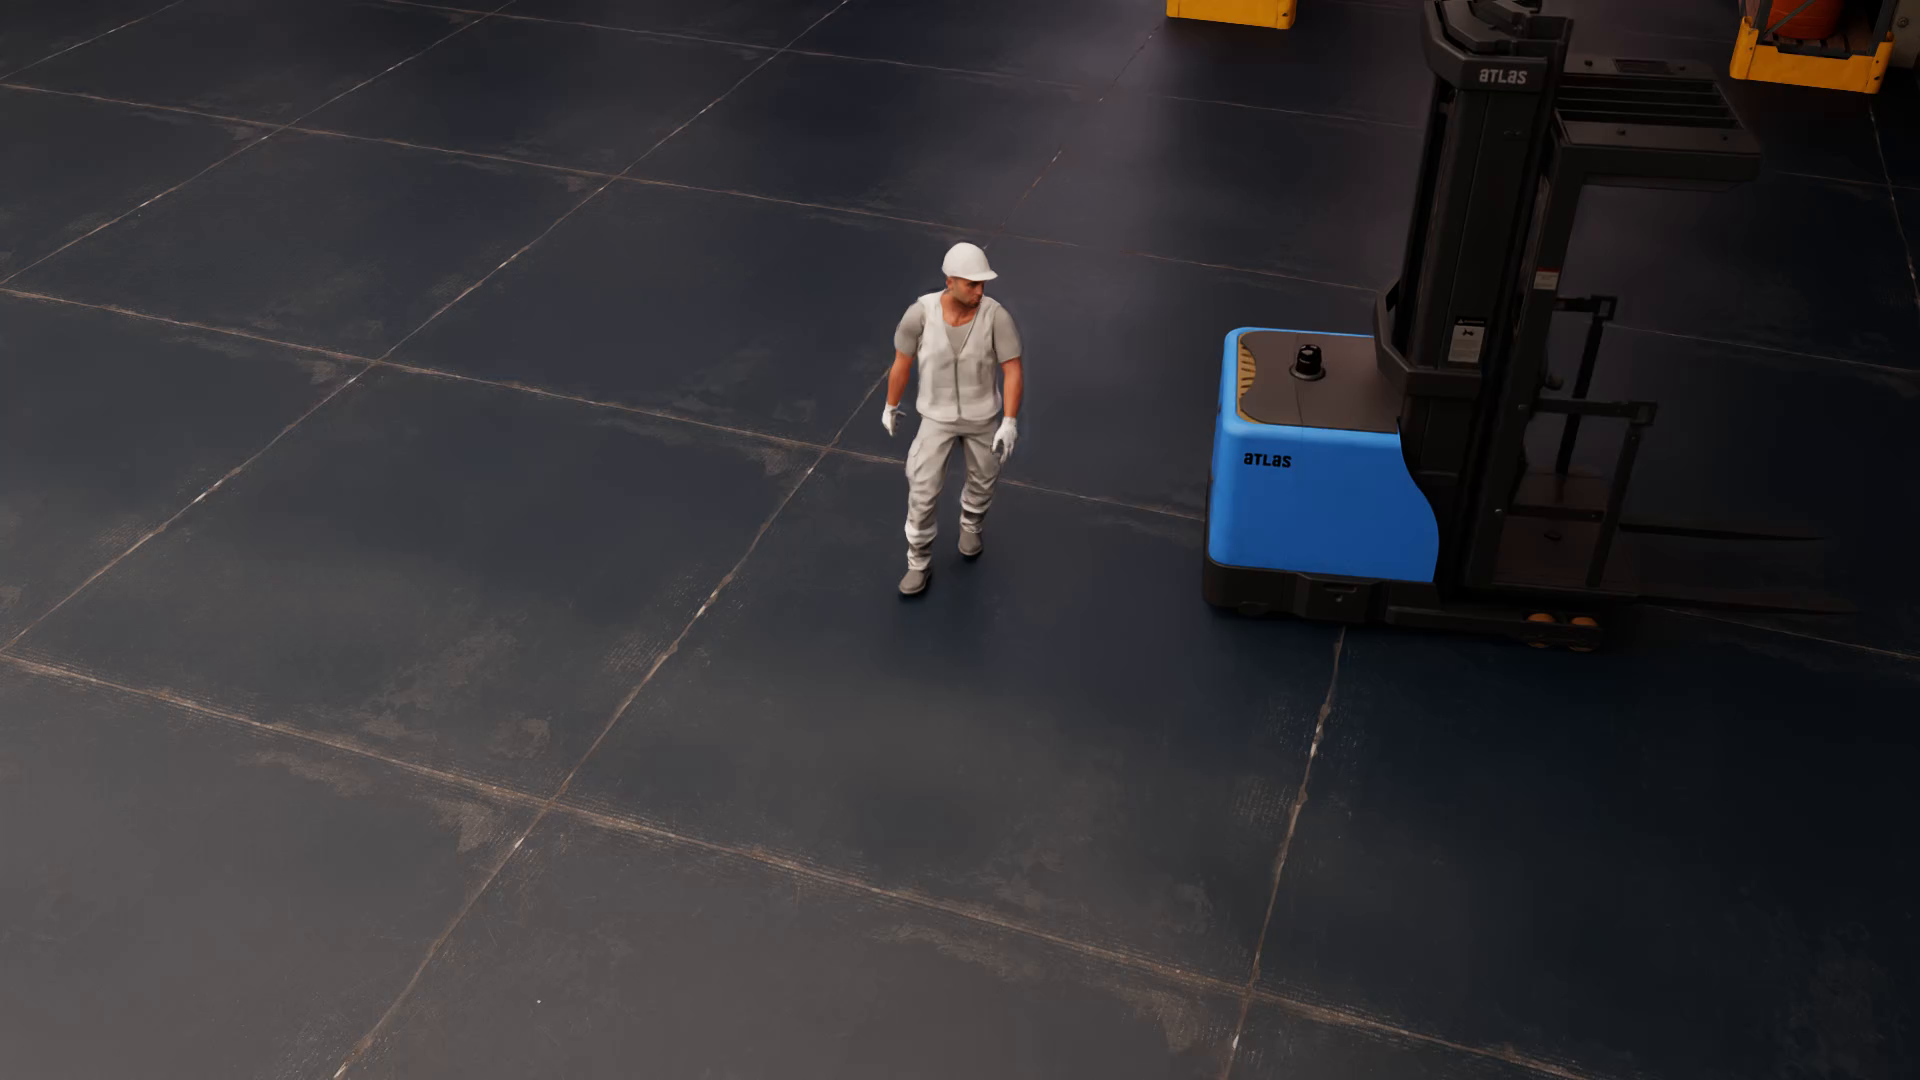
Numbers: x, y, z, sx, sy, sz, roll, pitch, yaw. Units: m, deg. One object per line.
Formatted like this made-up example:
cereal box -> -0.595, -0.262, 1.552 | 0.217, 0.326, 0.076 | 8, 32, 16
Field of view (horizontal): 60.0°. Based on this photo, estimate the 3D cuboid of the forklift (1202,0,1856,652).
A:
forklift -> 2.746, -0.995, 7.514 | 3.031, 2.935, 1.130 | 5, 36, 7

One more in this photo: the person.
person -> -0.036, -0.585, 7.977 | 0.668, 1.745, 0.643 | -3, 35, -4
